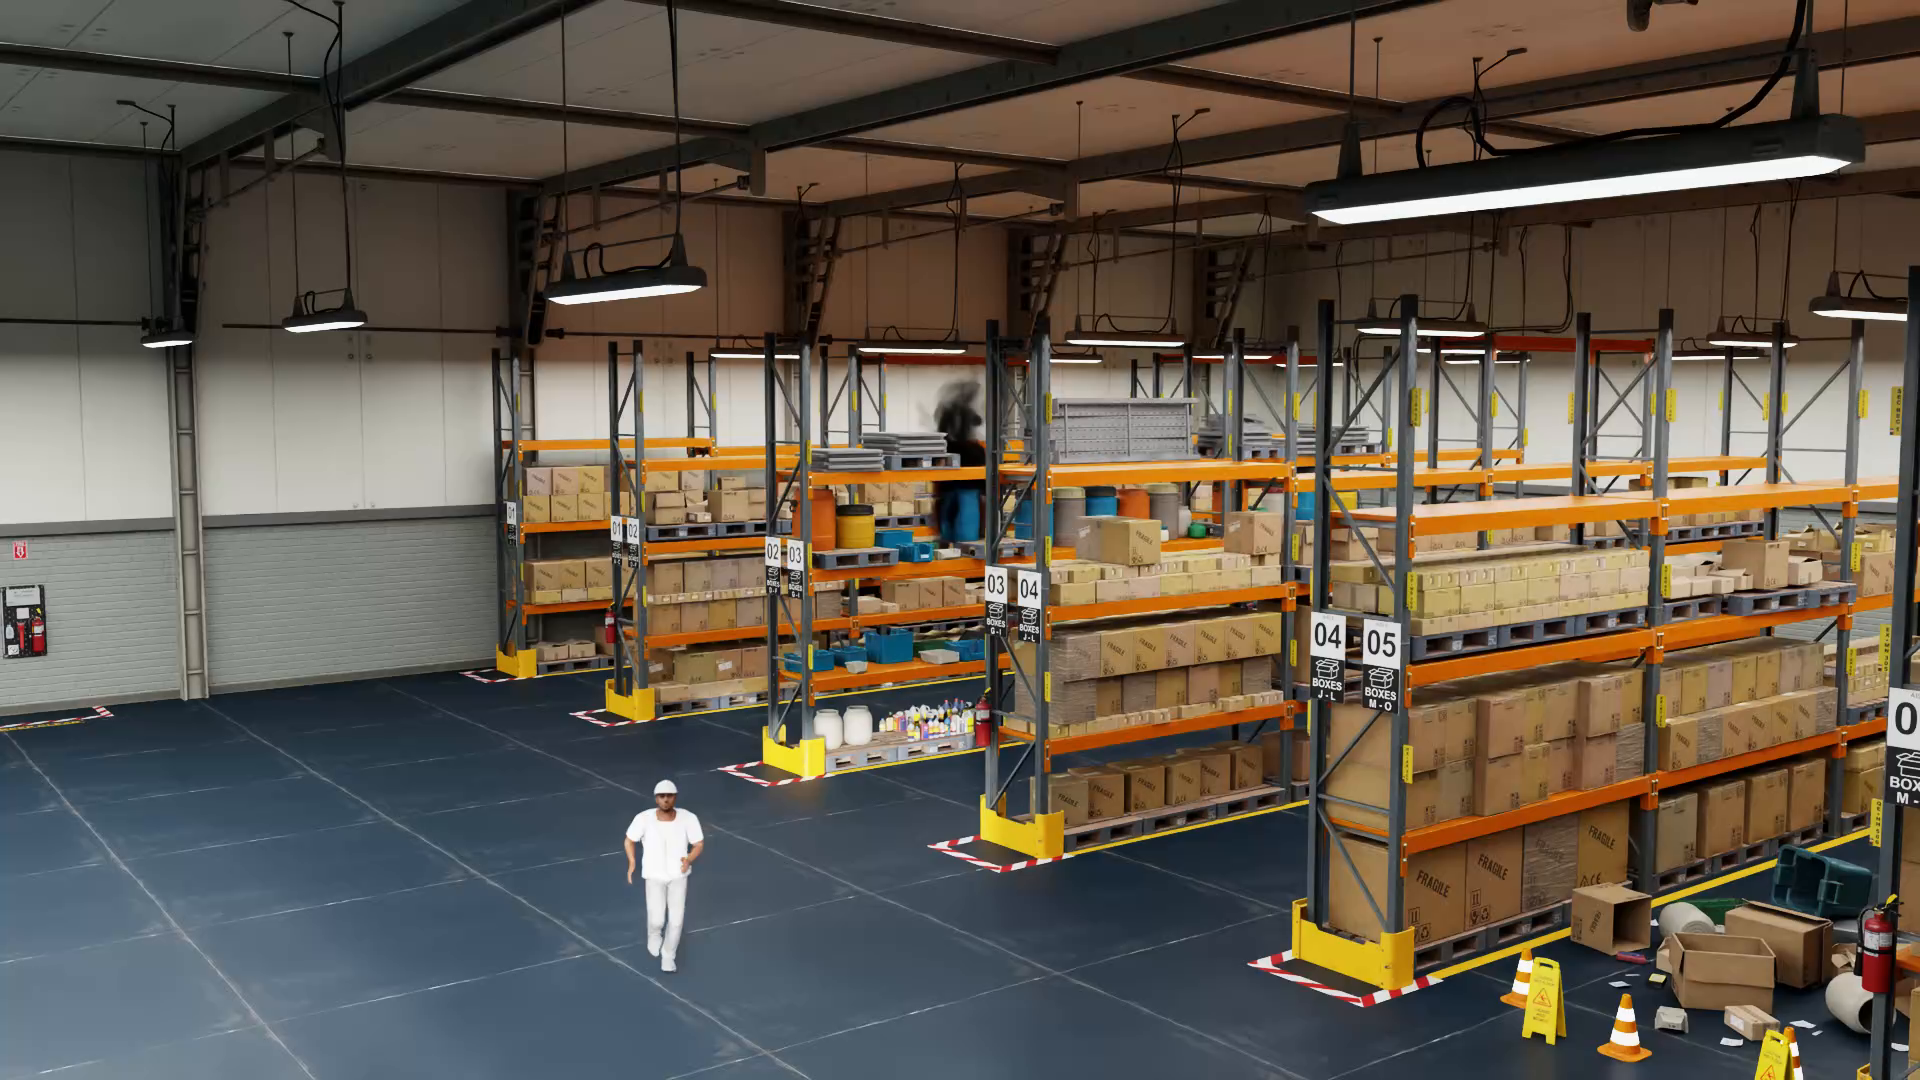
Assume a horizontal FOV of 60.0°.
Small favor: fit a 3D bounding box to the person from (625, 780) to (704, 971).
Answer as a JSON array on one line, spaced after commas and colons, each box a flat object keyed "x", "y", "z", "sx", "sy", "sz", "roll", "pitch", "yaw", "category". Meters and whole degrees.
[{"x": -2.629, "y": 3.001, "z": 14.857, "sx": 0.698, "sy": 1.720, "sz": 0.576, "roll": -1, "pitch": 5, "yaw": -13, "category": "person"}]
